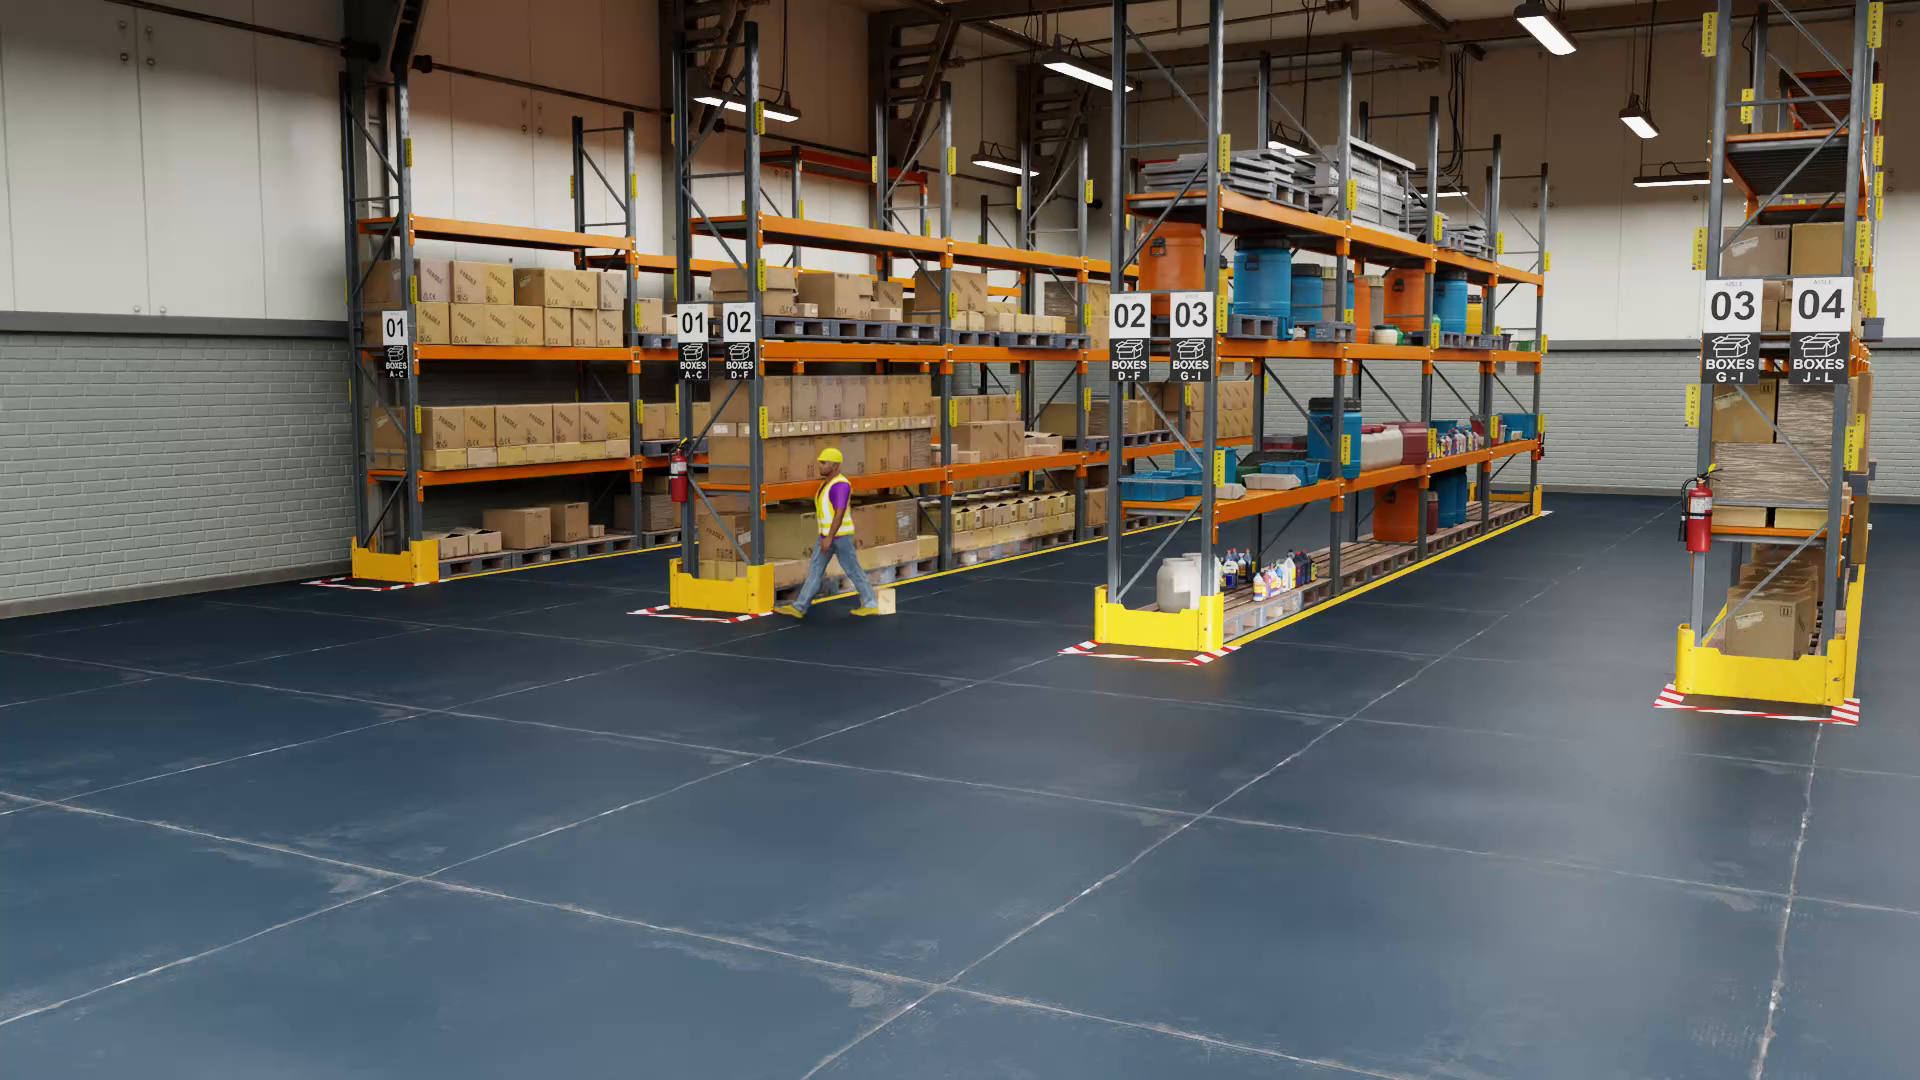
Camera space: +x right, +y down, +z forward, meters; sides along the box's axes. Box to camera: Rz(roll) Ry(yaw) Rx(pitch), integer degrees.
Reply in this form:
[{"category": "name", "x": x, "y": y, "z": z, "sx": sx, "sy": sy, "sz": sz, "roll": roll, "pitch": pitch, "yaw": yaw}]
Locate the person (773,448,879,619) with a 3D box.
[{"category": "person", "x": -1.316, "y": -0.060, "z": 16.578, "sx": 1.076, "sy": 1.703, "sz": 0.608, "roll": -3, "pitch": 7, "yaw": -27}]
